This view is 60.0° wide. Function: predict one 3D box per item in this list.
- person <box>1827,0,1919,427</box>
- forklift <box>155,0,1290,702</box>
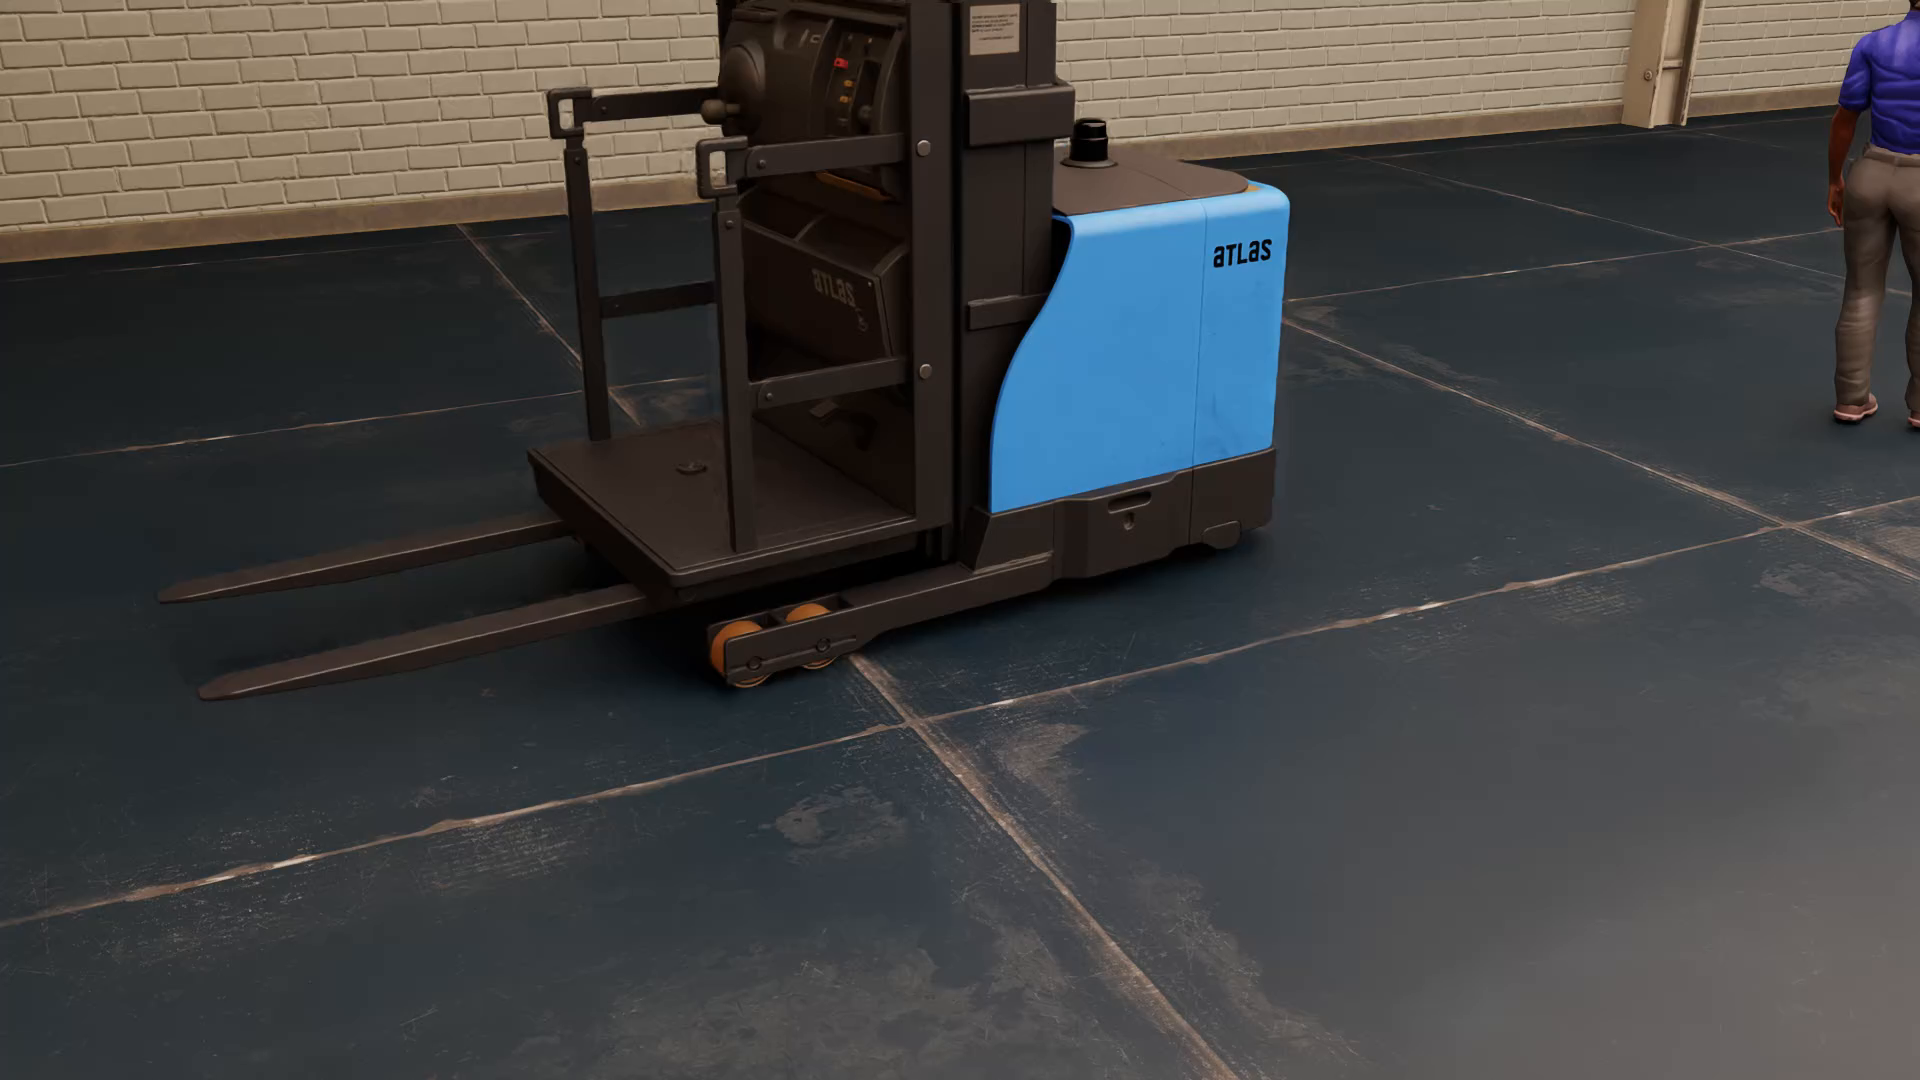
[{"bbox_3d":[3.377,-1.224,5.878,0.503,1.656,0.569,-18,29,-37],"label":"person"},{"bbox_3d":[-0.571,-1.211,4.200,3.031,2.935,1.130,-13,26,-29],"label":"forklift"}]
